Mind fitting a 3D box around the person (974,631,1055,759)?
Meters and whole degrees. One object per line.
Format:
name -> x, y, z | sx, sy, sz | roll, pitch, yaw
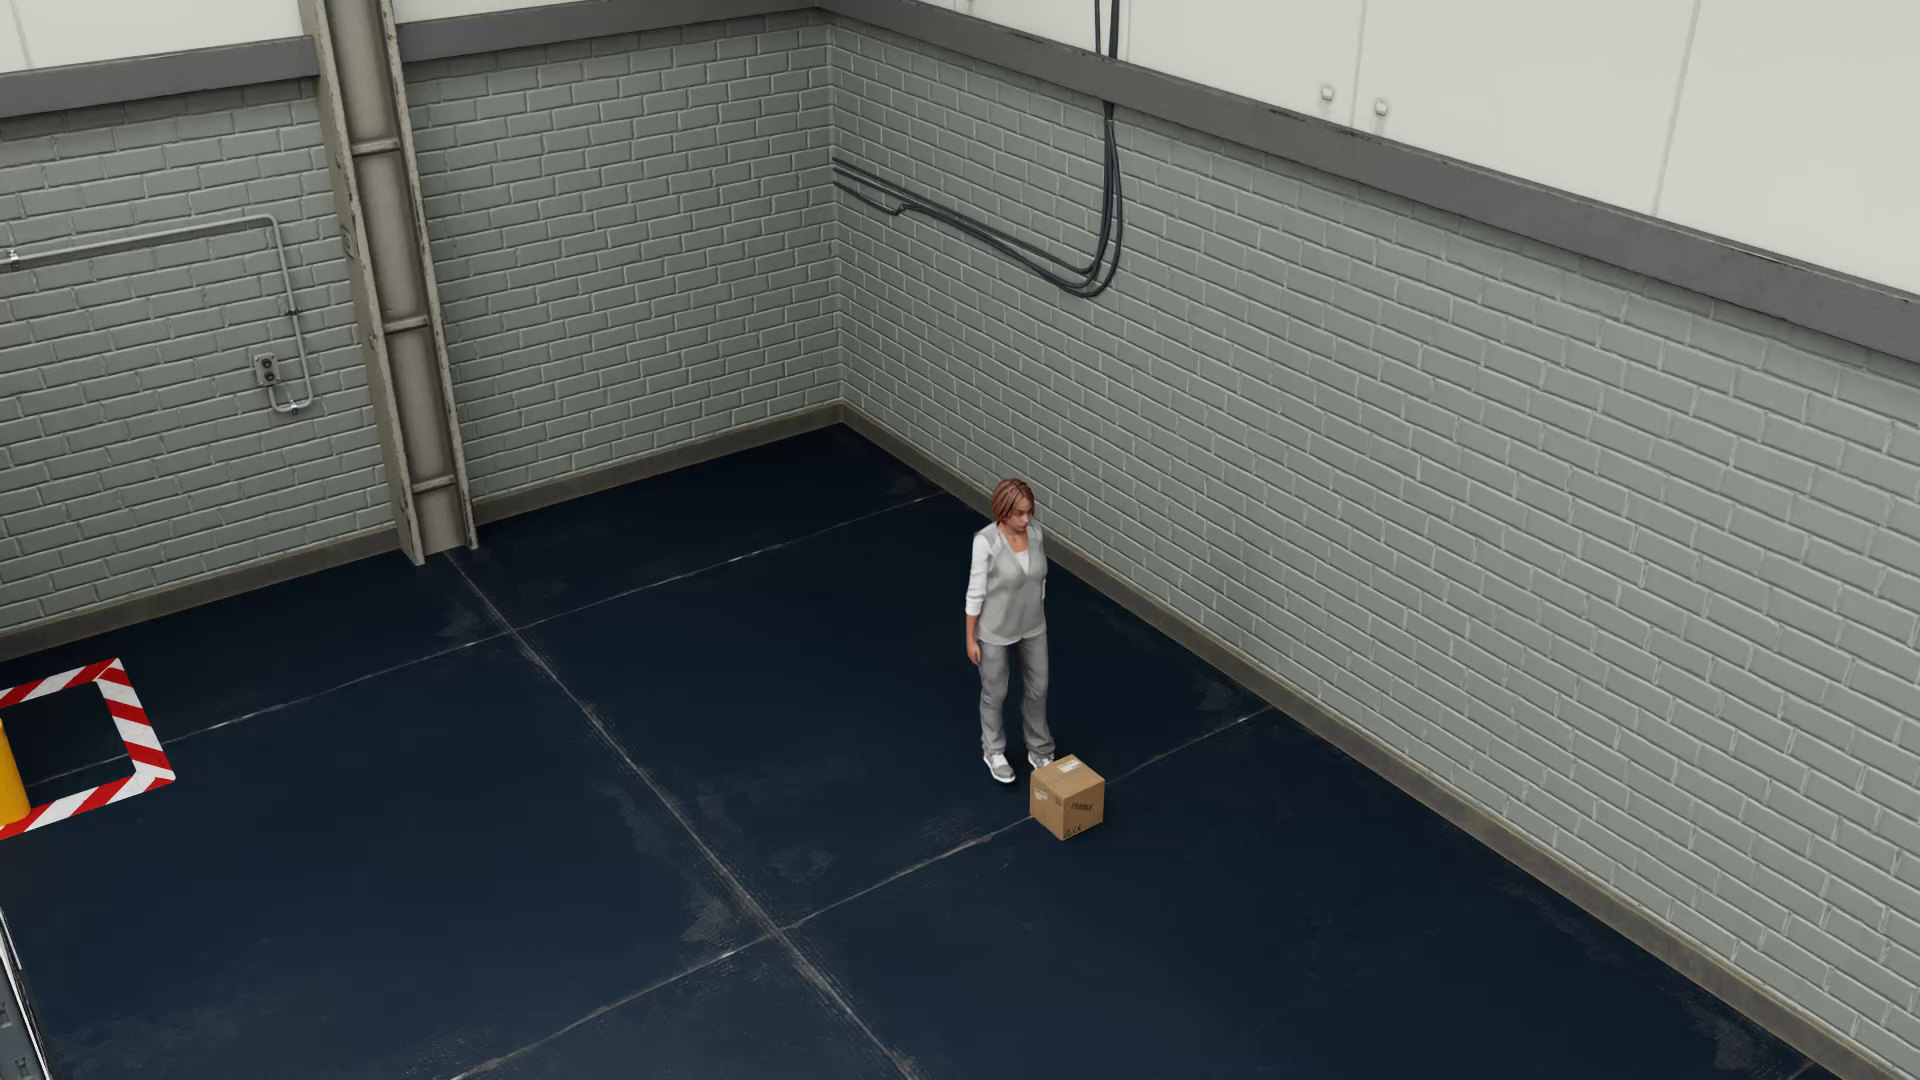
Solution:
person -> 0.246, 0.672, 8.002 | 0.383, 0.882, 0.298 | -15, 32, -25
